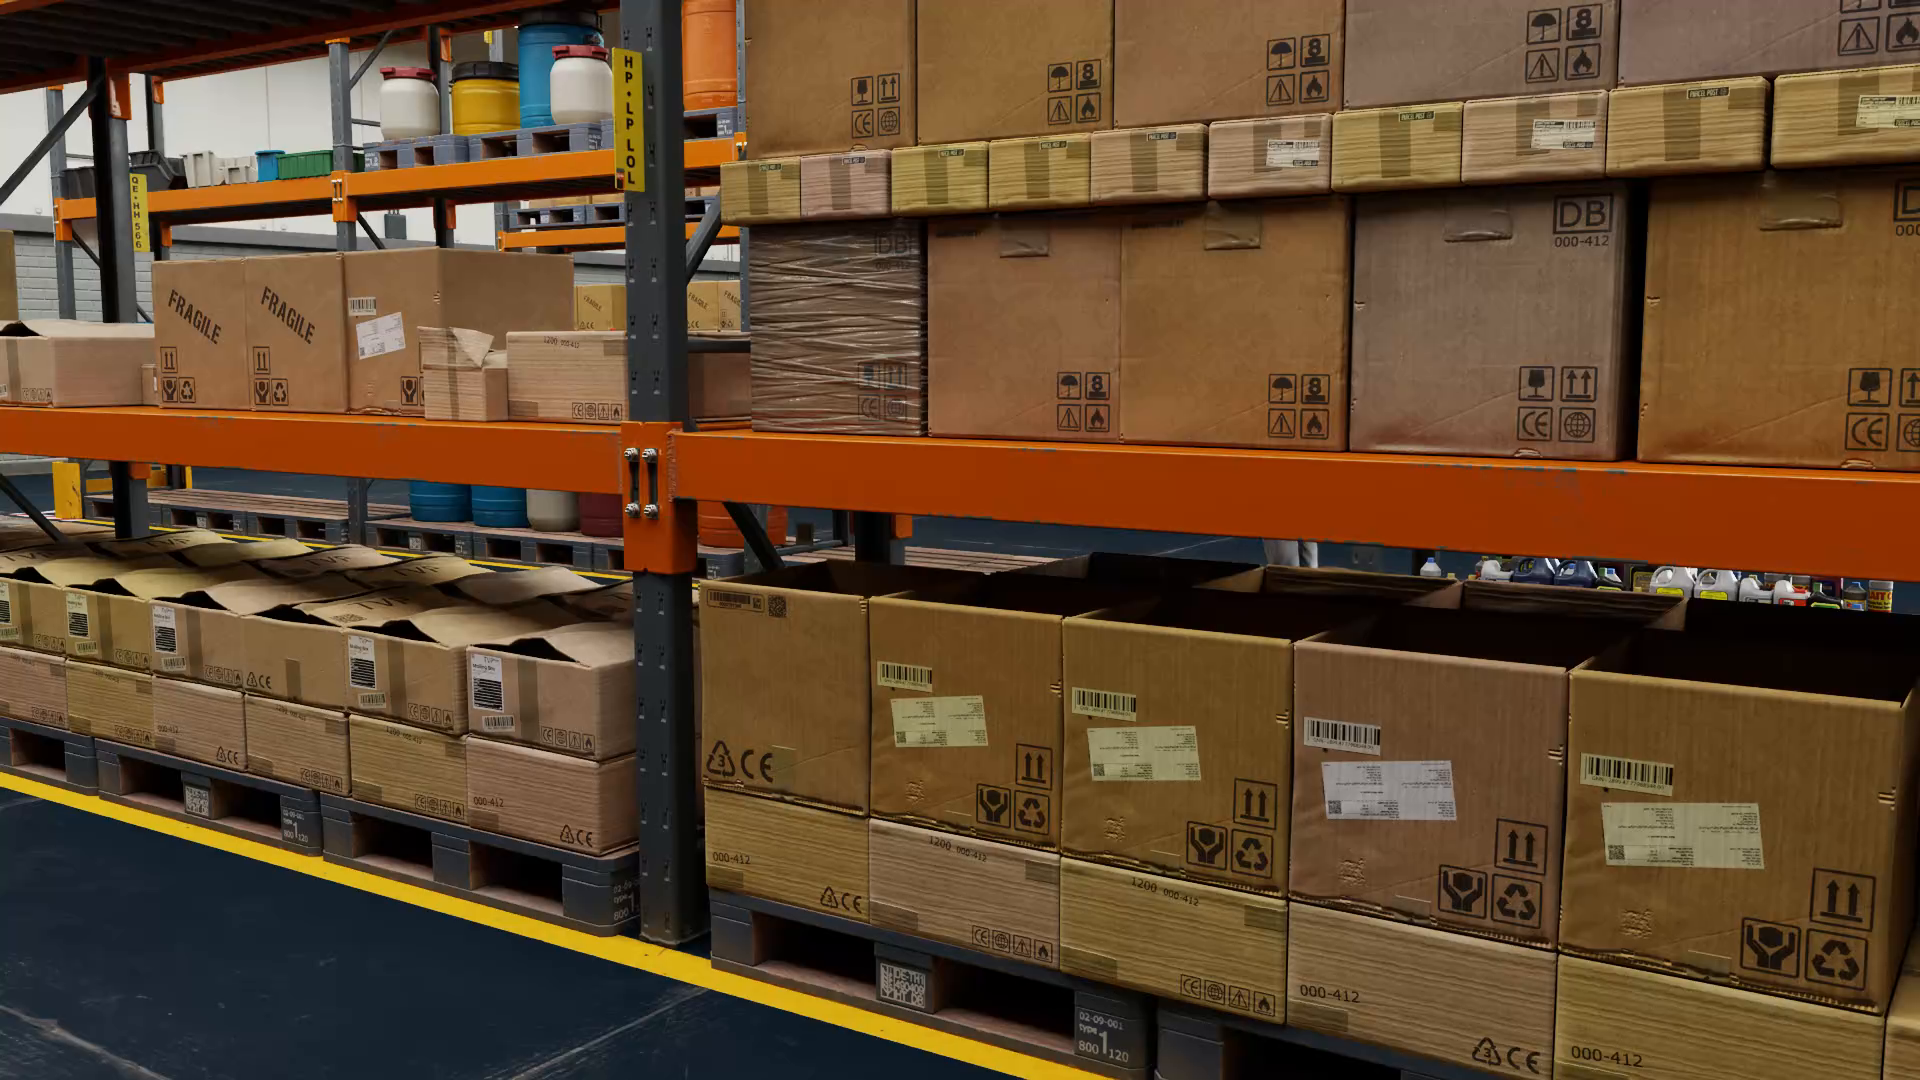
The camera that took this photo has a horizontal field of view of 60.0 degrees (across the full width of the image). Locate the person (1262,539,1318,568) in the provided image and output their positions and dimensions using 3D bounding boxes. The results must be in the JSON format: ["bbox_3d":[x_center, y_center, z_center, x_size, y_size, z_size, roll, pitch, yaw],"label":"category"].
[{"bbox_3d":[1.454,-0.129,7.334,0.346,1.591,0.475,4,8,30],"label":"person"}]
